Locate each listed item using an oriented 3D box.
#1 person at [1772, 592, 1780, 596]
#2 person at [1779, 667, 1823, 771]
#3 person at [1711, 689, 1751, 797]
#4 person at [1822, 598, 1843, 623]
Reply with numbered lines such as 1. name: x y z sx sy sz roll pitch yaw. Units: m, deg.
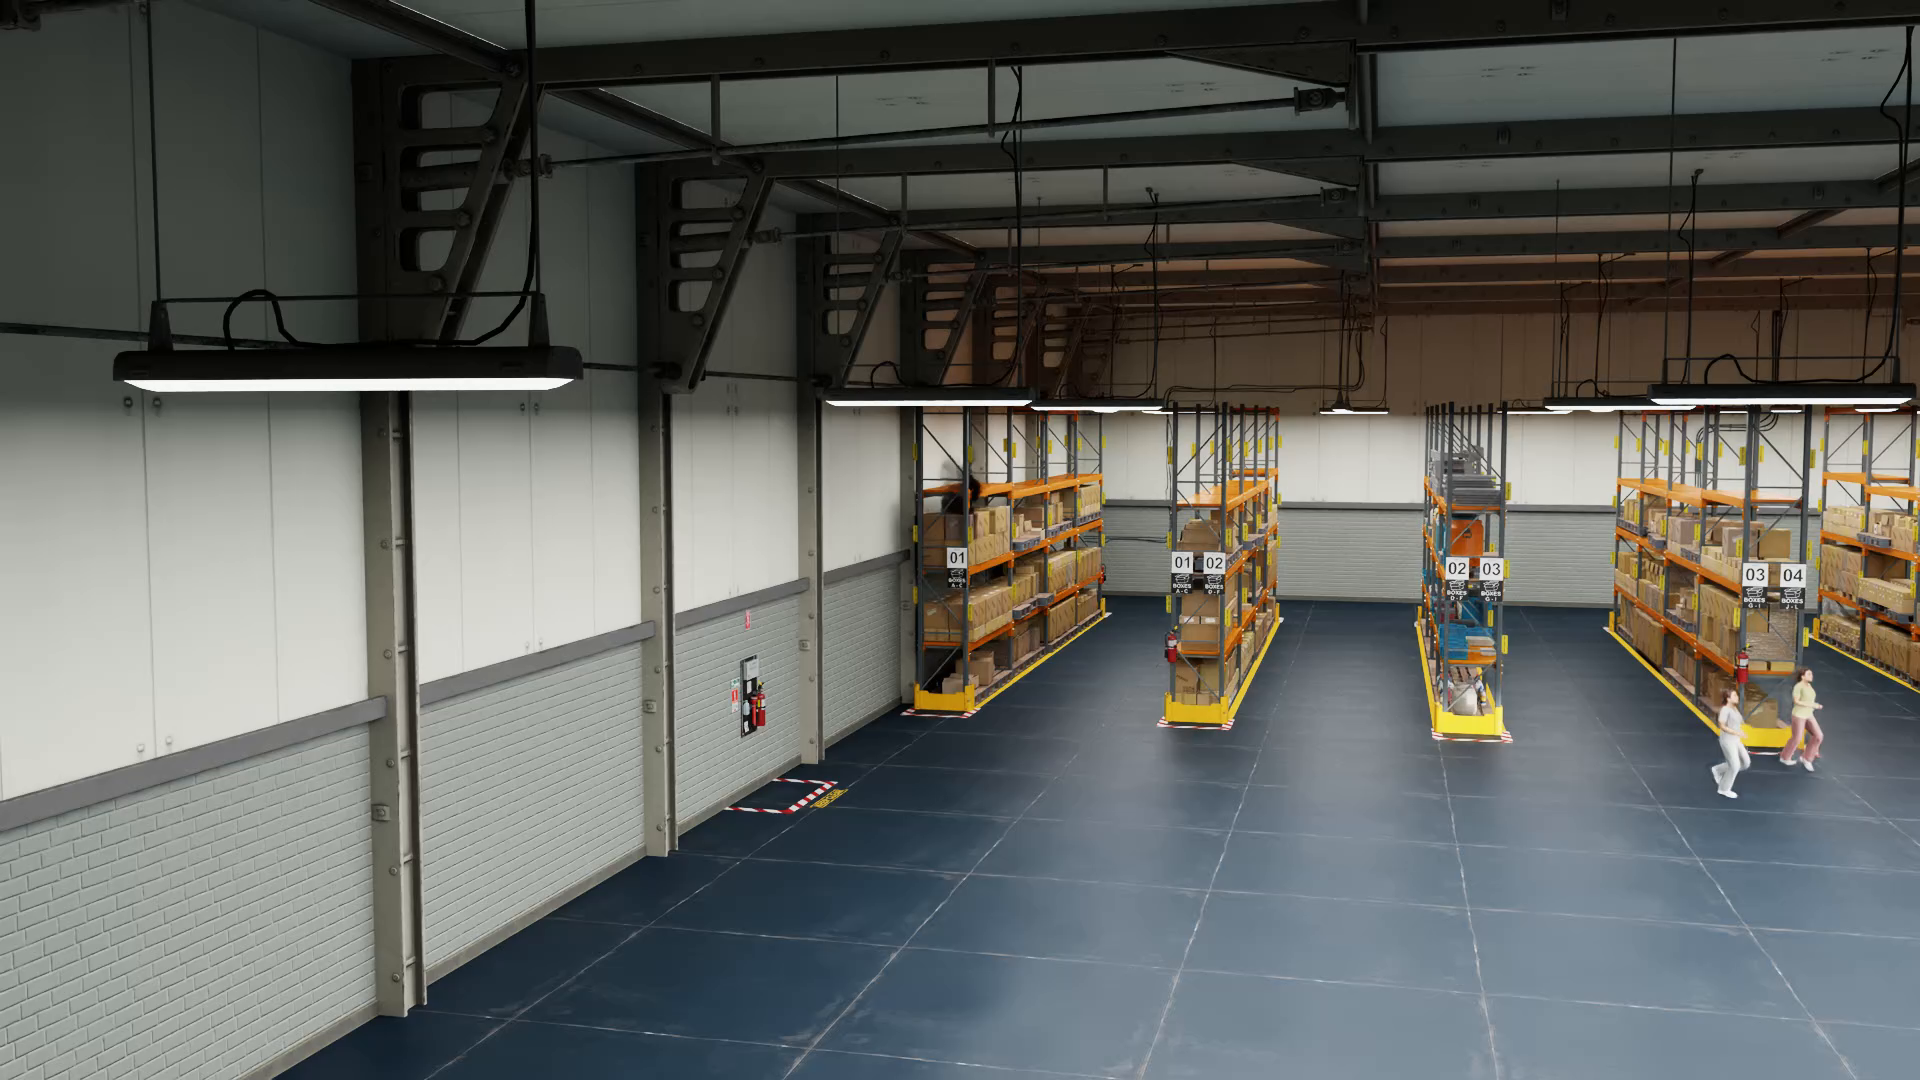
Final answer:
1. person: 20.955 1.692 42.894 0.706 1.834 0.802 2 5 30
2. person: 13.698 2.913 27.019 0.588 1.709 0.697 -3 5 -32
3. person: 11.636 3.055 25.114 0.601 1.636 0.578 -4 6 -44
4. person: 23.146 1.564 44.116 0.905 1.775 0.694 3 5 34
